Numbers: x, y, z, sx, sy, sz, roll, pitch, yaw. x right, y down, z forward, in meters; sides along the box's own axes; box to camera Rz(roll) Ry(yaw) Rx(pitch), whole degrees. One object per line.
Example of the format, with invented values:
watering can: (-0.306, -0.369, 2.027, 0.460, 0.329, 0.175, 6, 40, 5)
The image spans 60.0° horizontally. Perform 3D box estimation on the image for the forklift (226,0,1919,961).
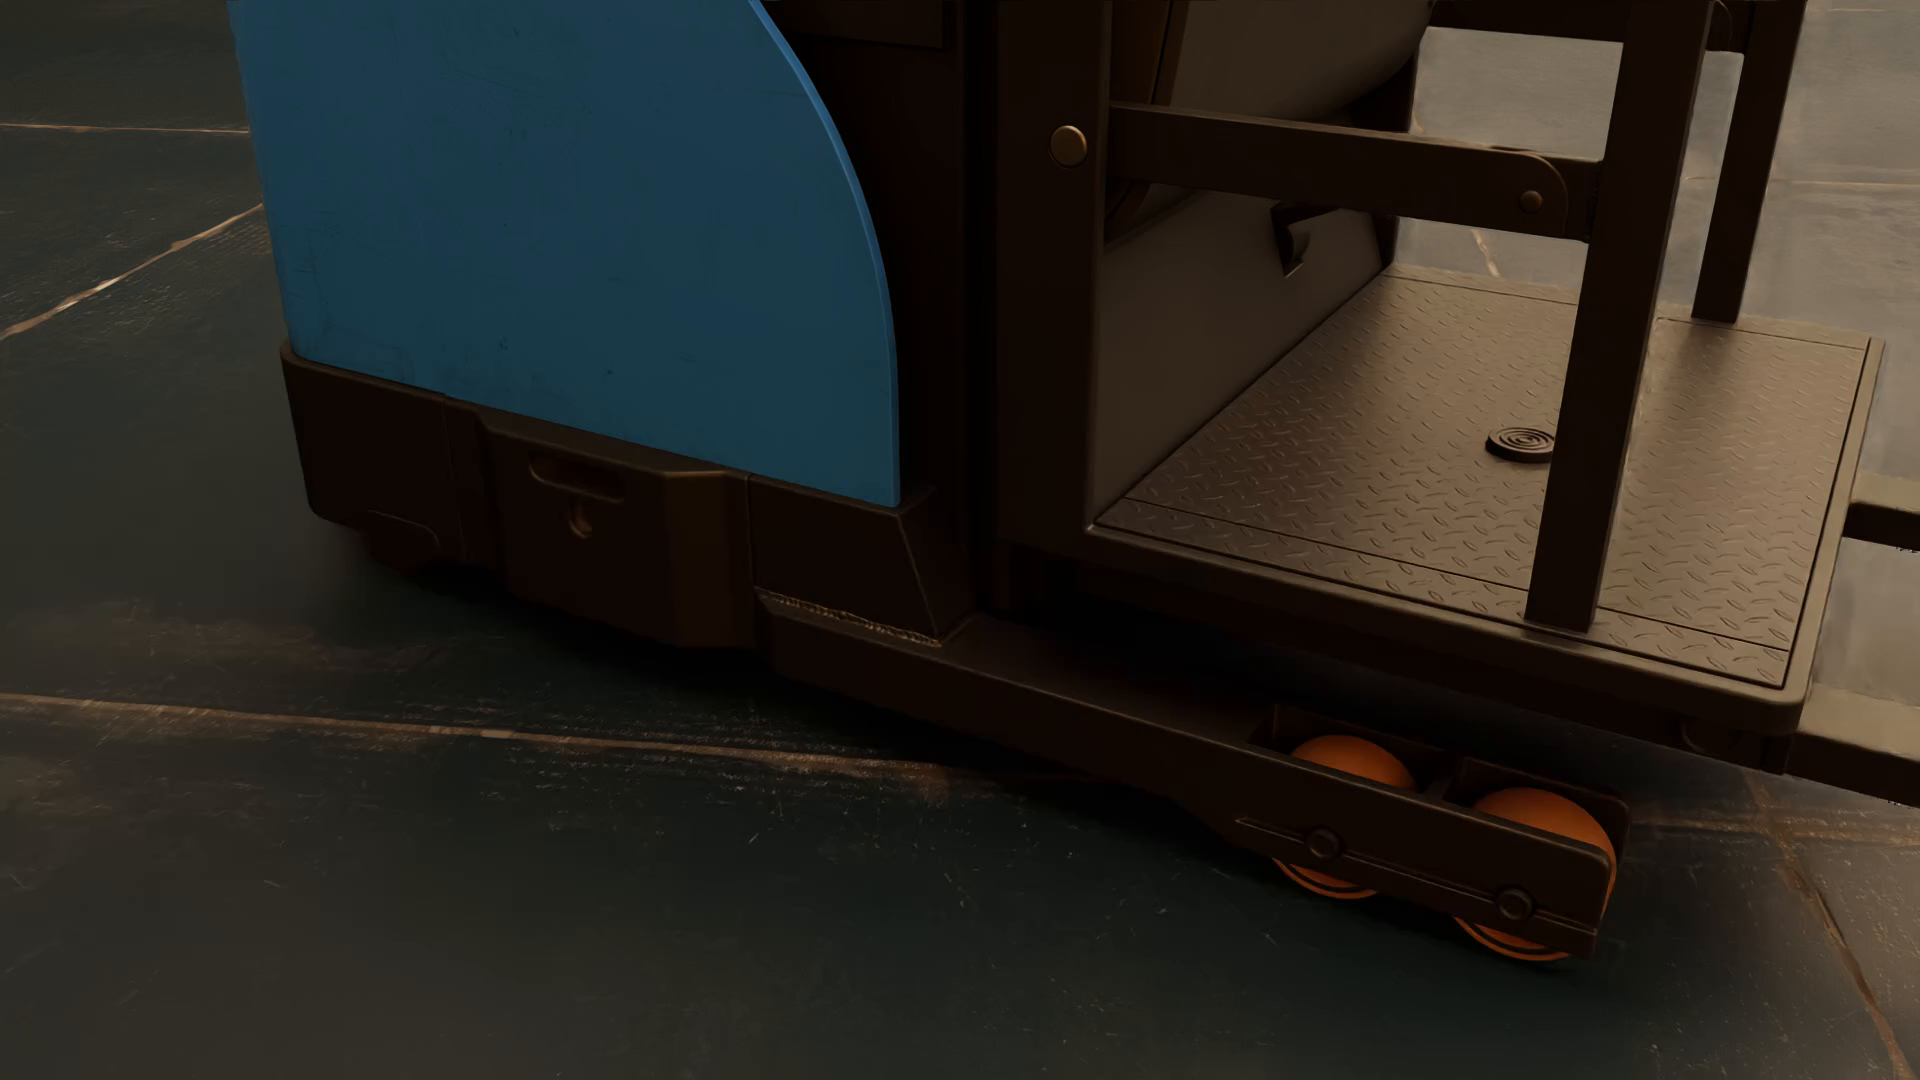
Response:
forklift: (0.572, -1.165, 1.551, 3.031, 2.935, 1.130, 14, 30, 26)
